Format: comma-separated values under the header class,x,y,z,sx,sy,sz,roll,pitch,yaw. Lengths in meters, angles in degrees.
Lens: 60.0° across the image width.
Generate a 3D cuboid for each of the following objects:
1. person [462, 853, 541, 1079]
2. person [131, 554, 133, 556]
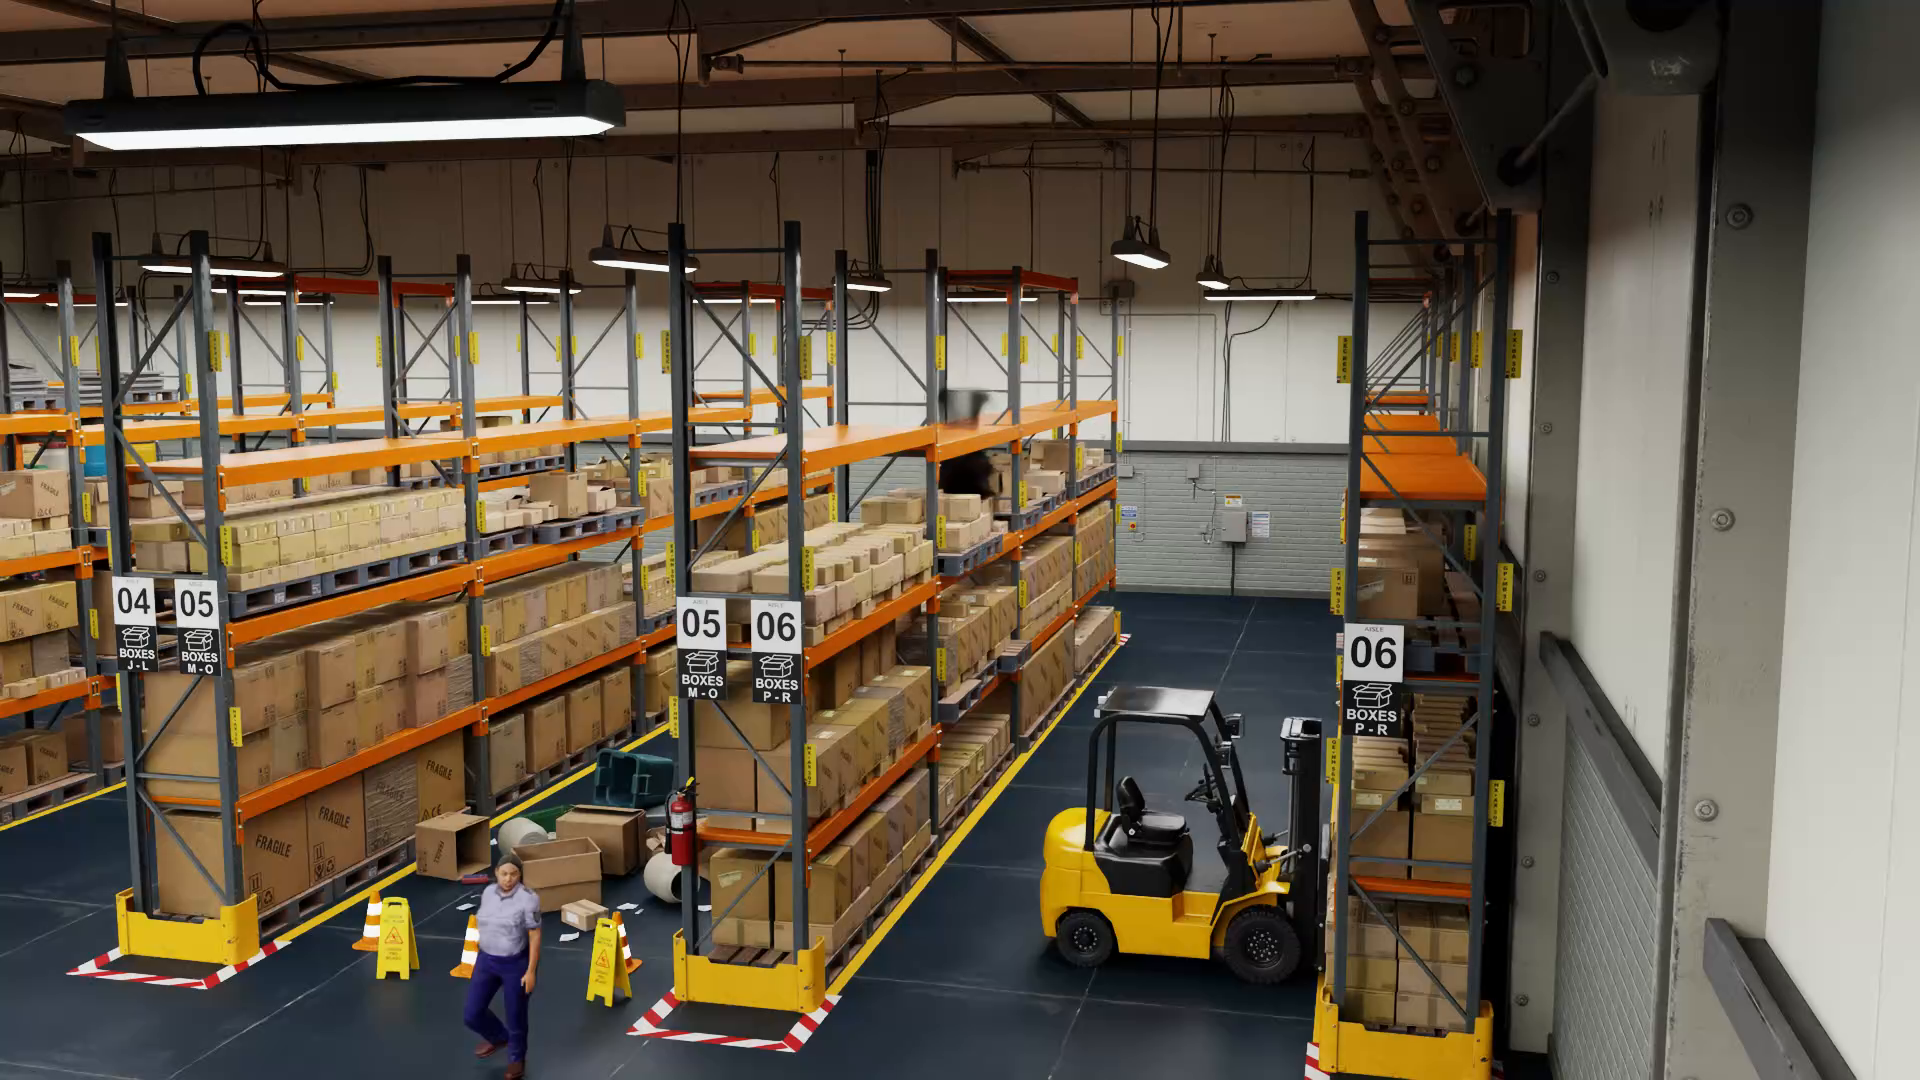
class,x,y,z,sx,sy,sz,roll,pitch,yaw
person,-3.176,2.953,11.568,0.616,1.618,0.461,2,7,13
person,-15.626,0.584,31.336,0.533,1.569,0.578,0,7,1
